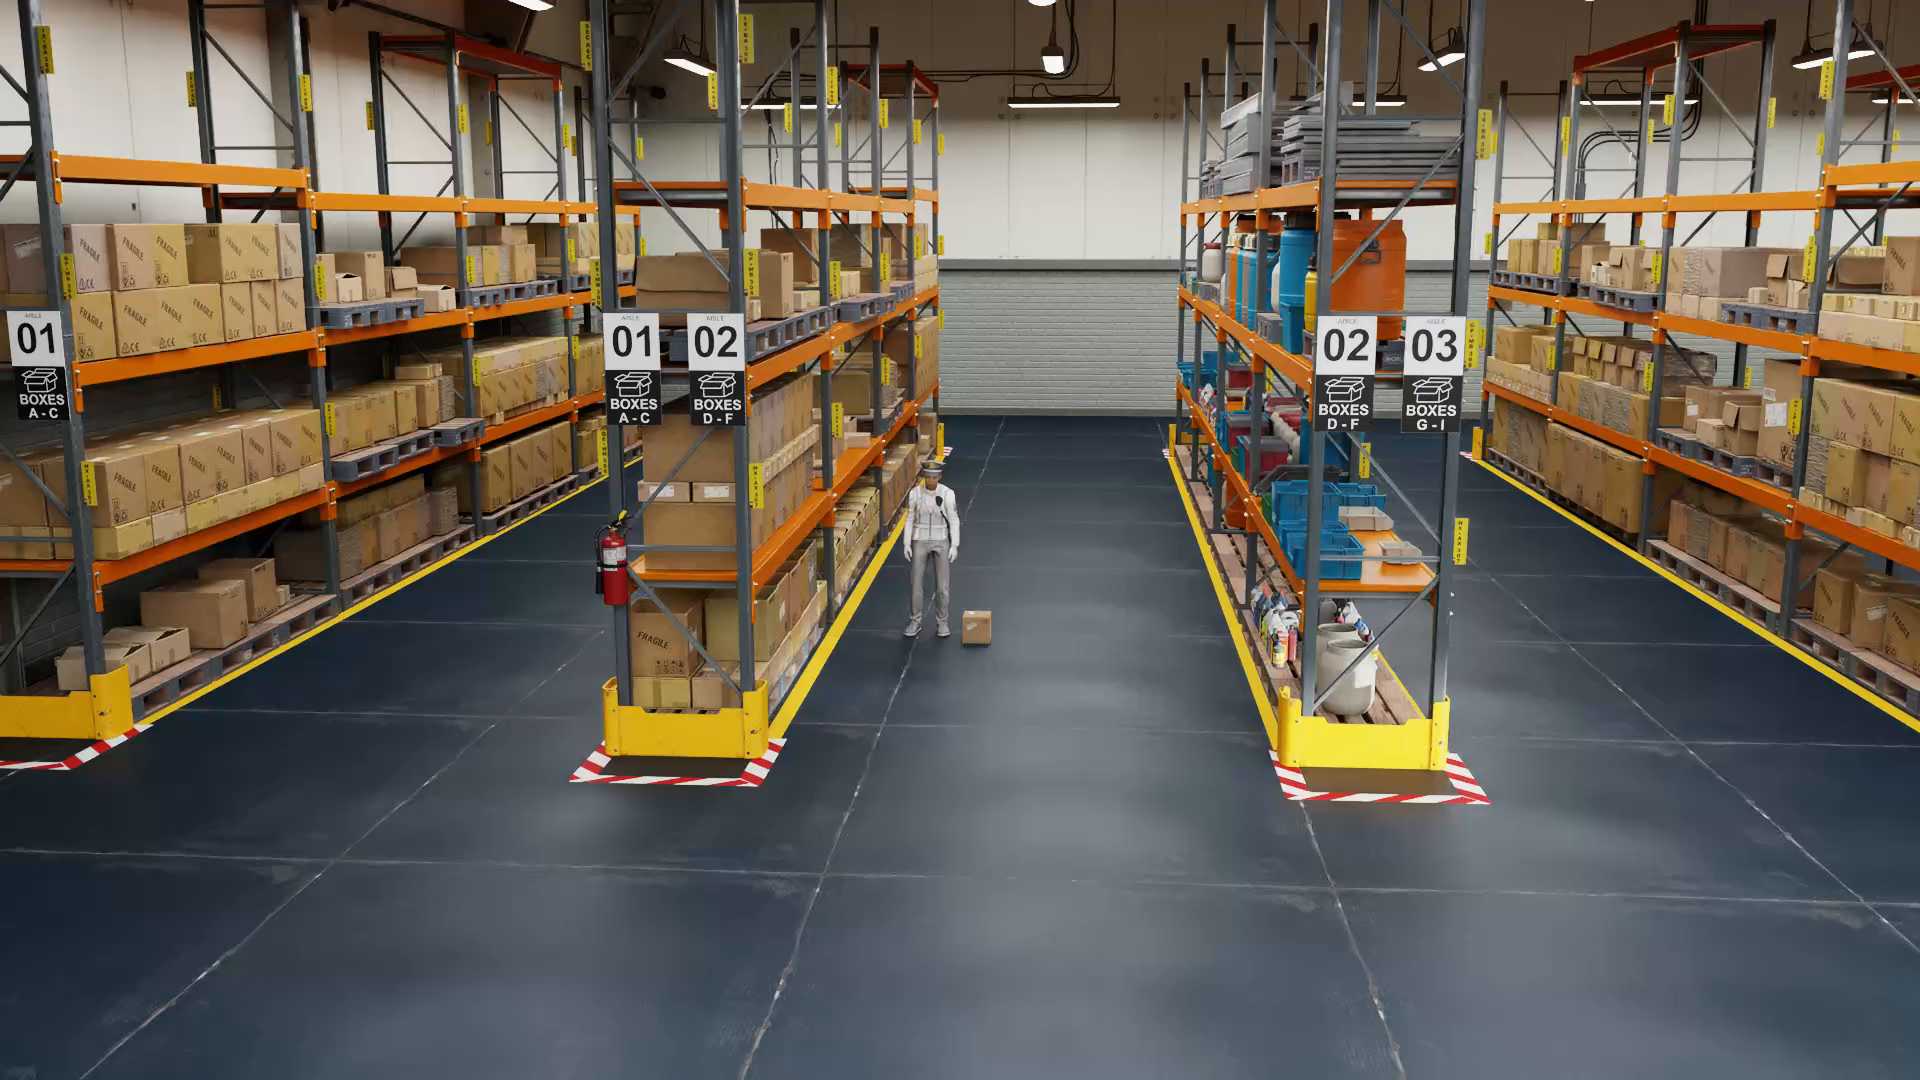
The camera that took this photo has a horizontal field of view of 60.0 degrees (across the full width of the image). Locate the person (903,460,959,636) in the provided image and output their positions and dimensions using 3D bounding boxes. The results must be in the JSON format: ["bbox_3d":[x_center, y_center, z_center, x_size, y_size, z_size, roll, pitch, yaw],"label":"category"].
[{"bbox_3d":[-0.271,0.064,15.585,0.526,1.663,0.374,1,11,5],"label":"person"}]
